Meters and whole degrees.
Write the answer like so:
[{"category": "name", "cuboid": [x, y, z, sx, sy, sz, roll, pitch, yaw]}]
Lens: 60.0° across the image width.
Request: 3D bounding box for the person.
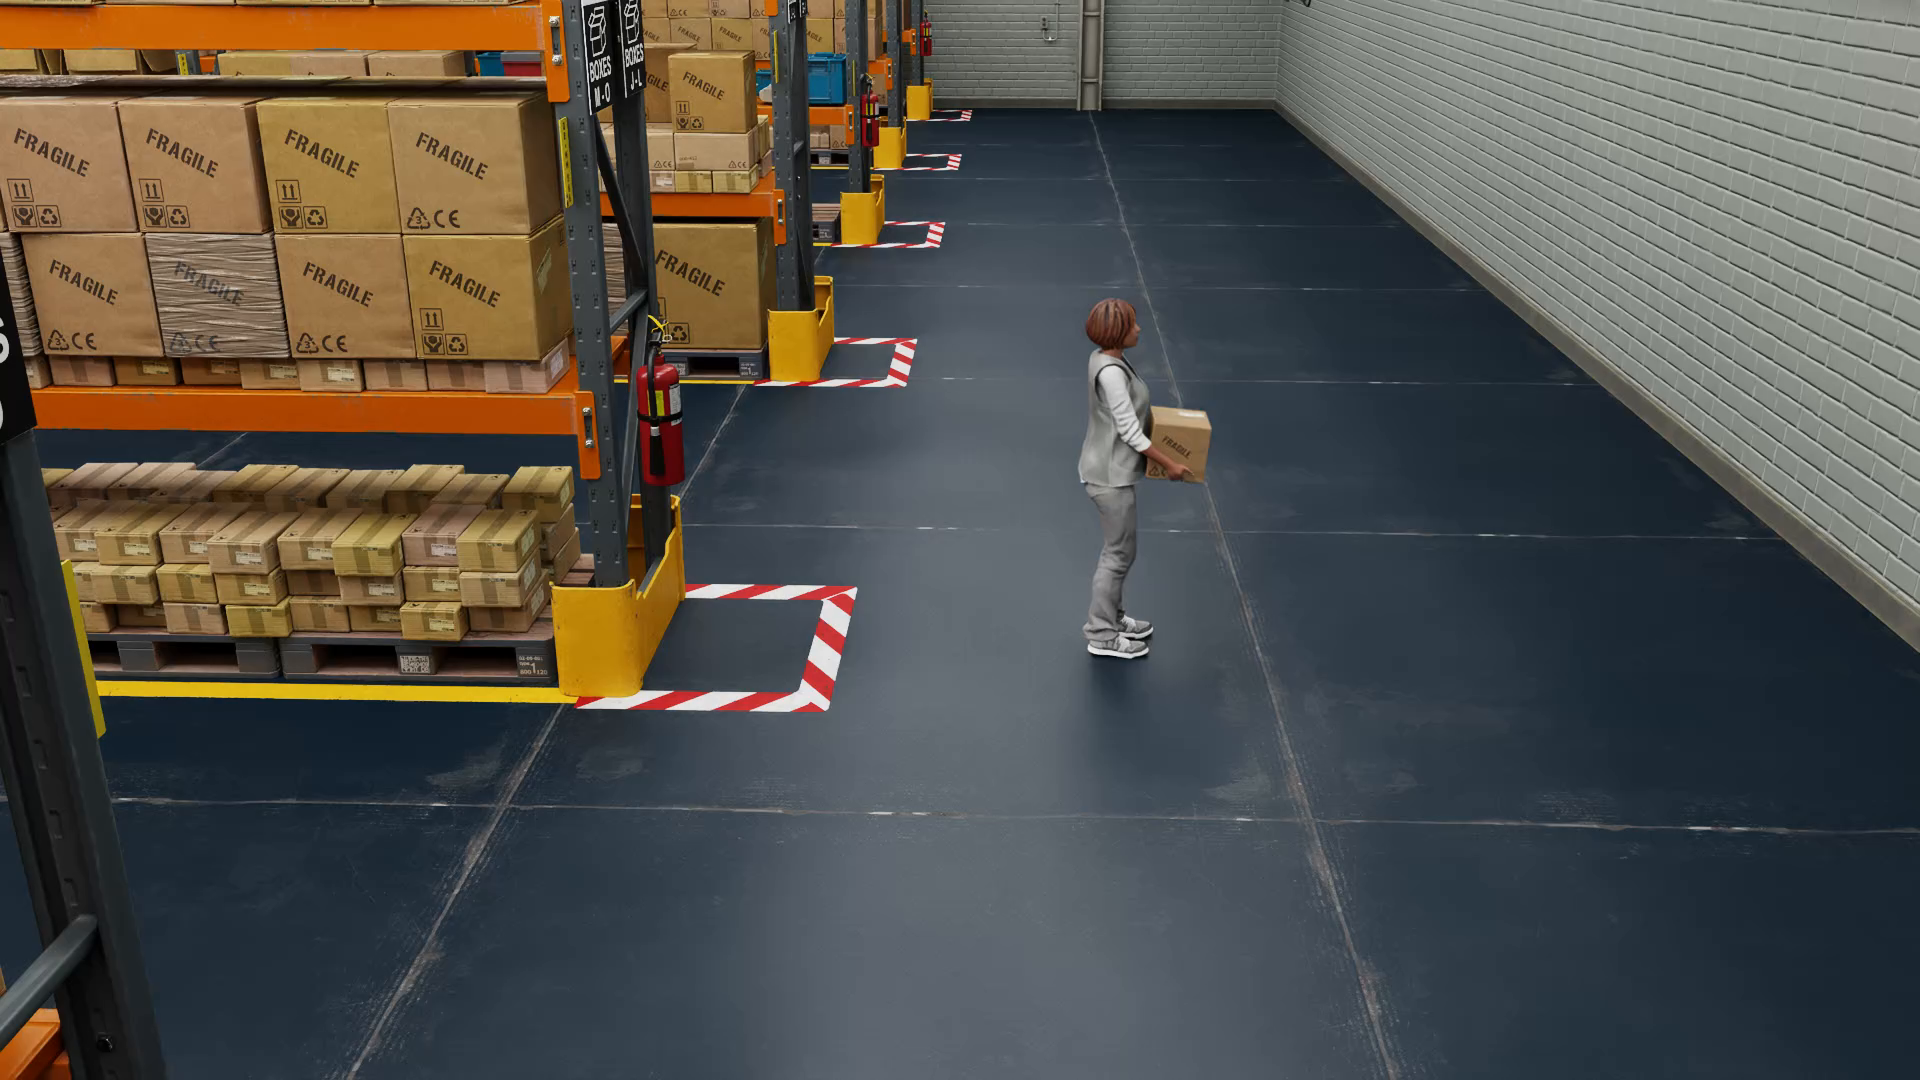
[{"category": "person", "cuboid": [0.762, -0.273, 7.298, 0.489, 1.596, 0.425, 1, 21, 1]}]
